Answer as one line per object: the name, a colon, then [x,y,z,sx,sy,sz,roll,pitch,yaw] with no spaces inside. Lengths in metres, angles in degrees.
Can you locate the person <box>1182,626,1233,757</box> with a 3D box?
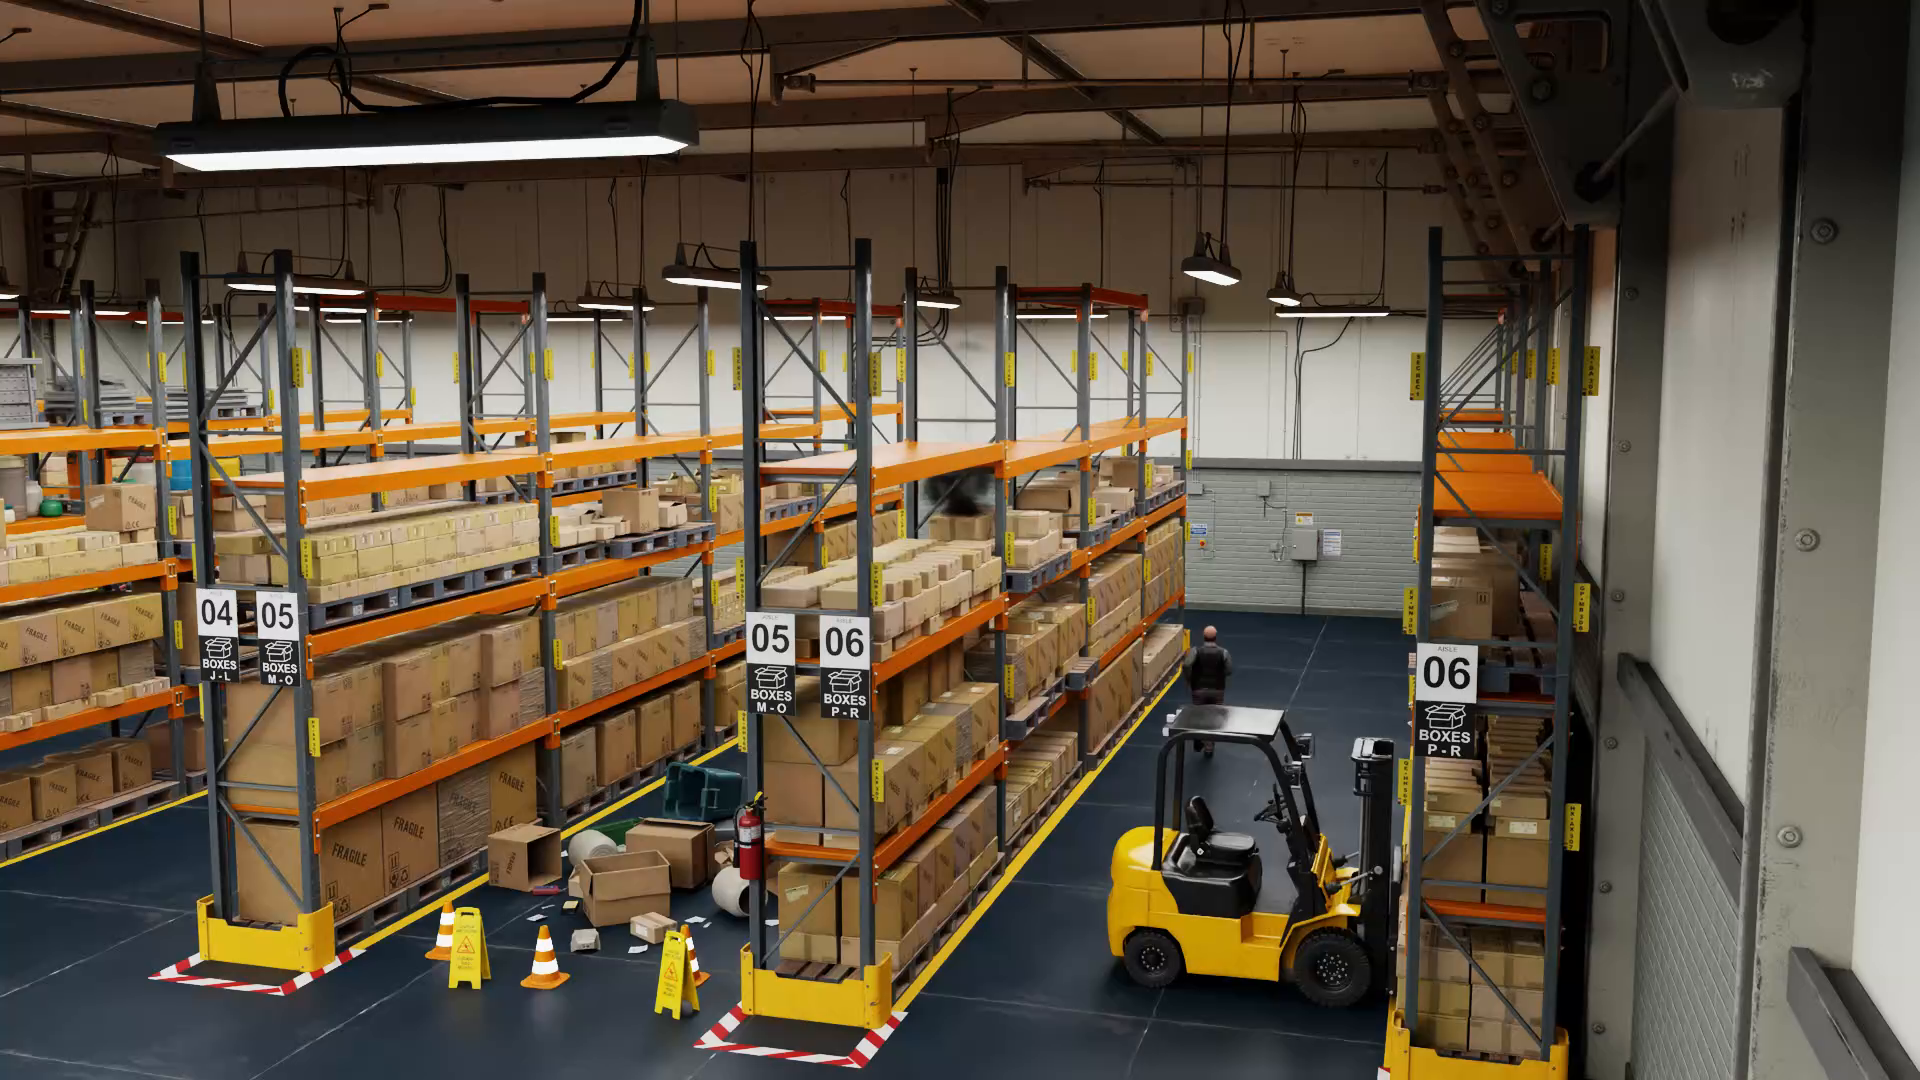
person: [3.187,1.927,21.437,0.643,1.682,0.603,1,7,10]
